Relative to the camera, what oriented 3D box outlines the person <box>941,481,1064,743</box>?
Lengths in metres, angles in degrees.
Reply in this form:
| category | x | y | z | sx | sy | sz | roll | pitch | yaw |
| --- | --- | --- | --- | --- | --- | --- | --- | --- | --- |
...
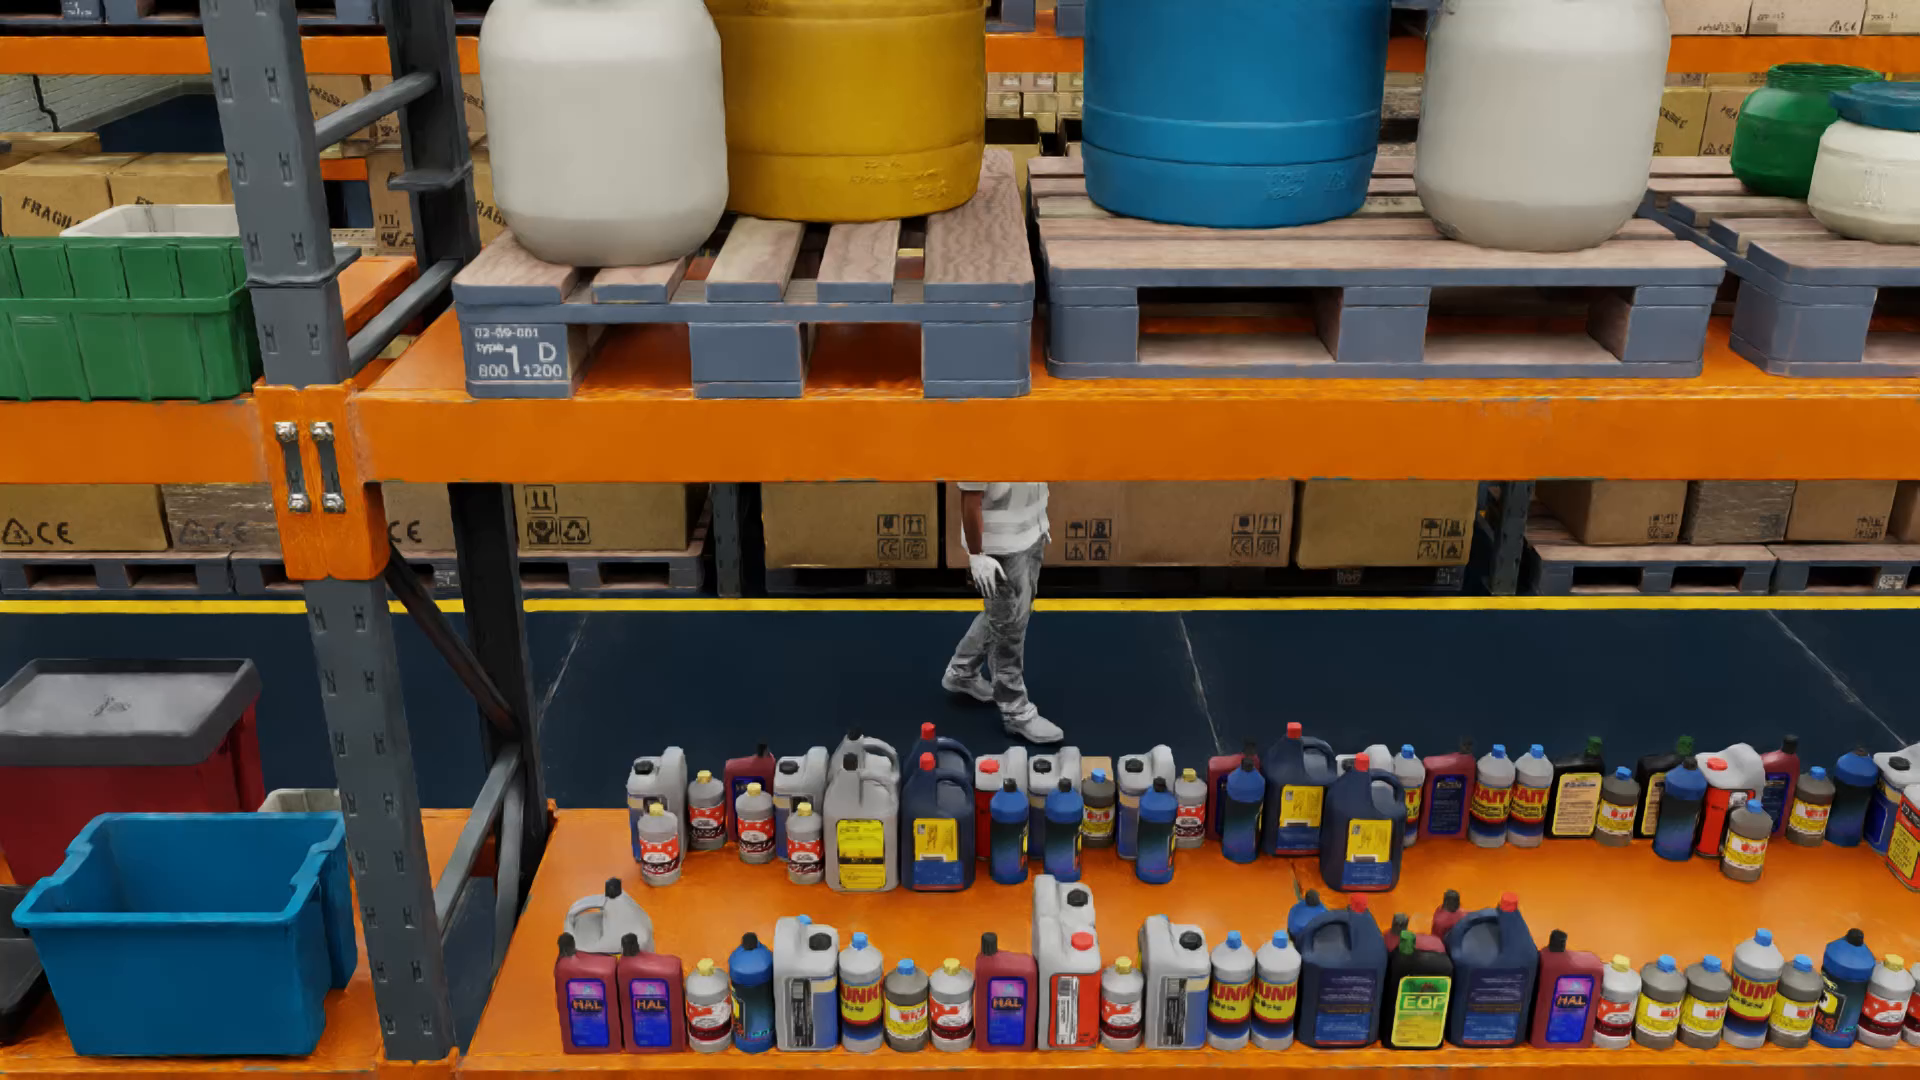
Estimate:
| category | x | y | z | sx | sy | sz | roll | pitch | yaw |
| --- | --- | --- | --- | --- | --- | --- | --- | --- | --- |
| person | 0.188 | -0.006 | 7.073 | 0.649 | 1.787 | 0.564 | 10 | 26 | 21 |
